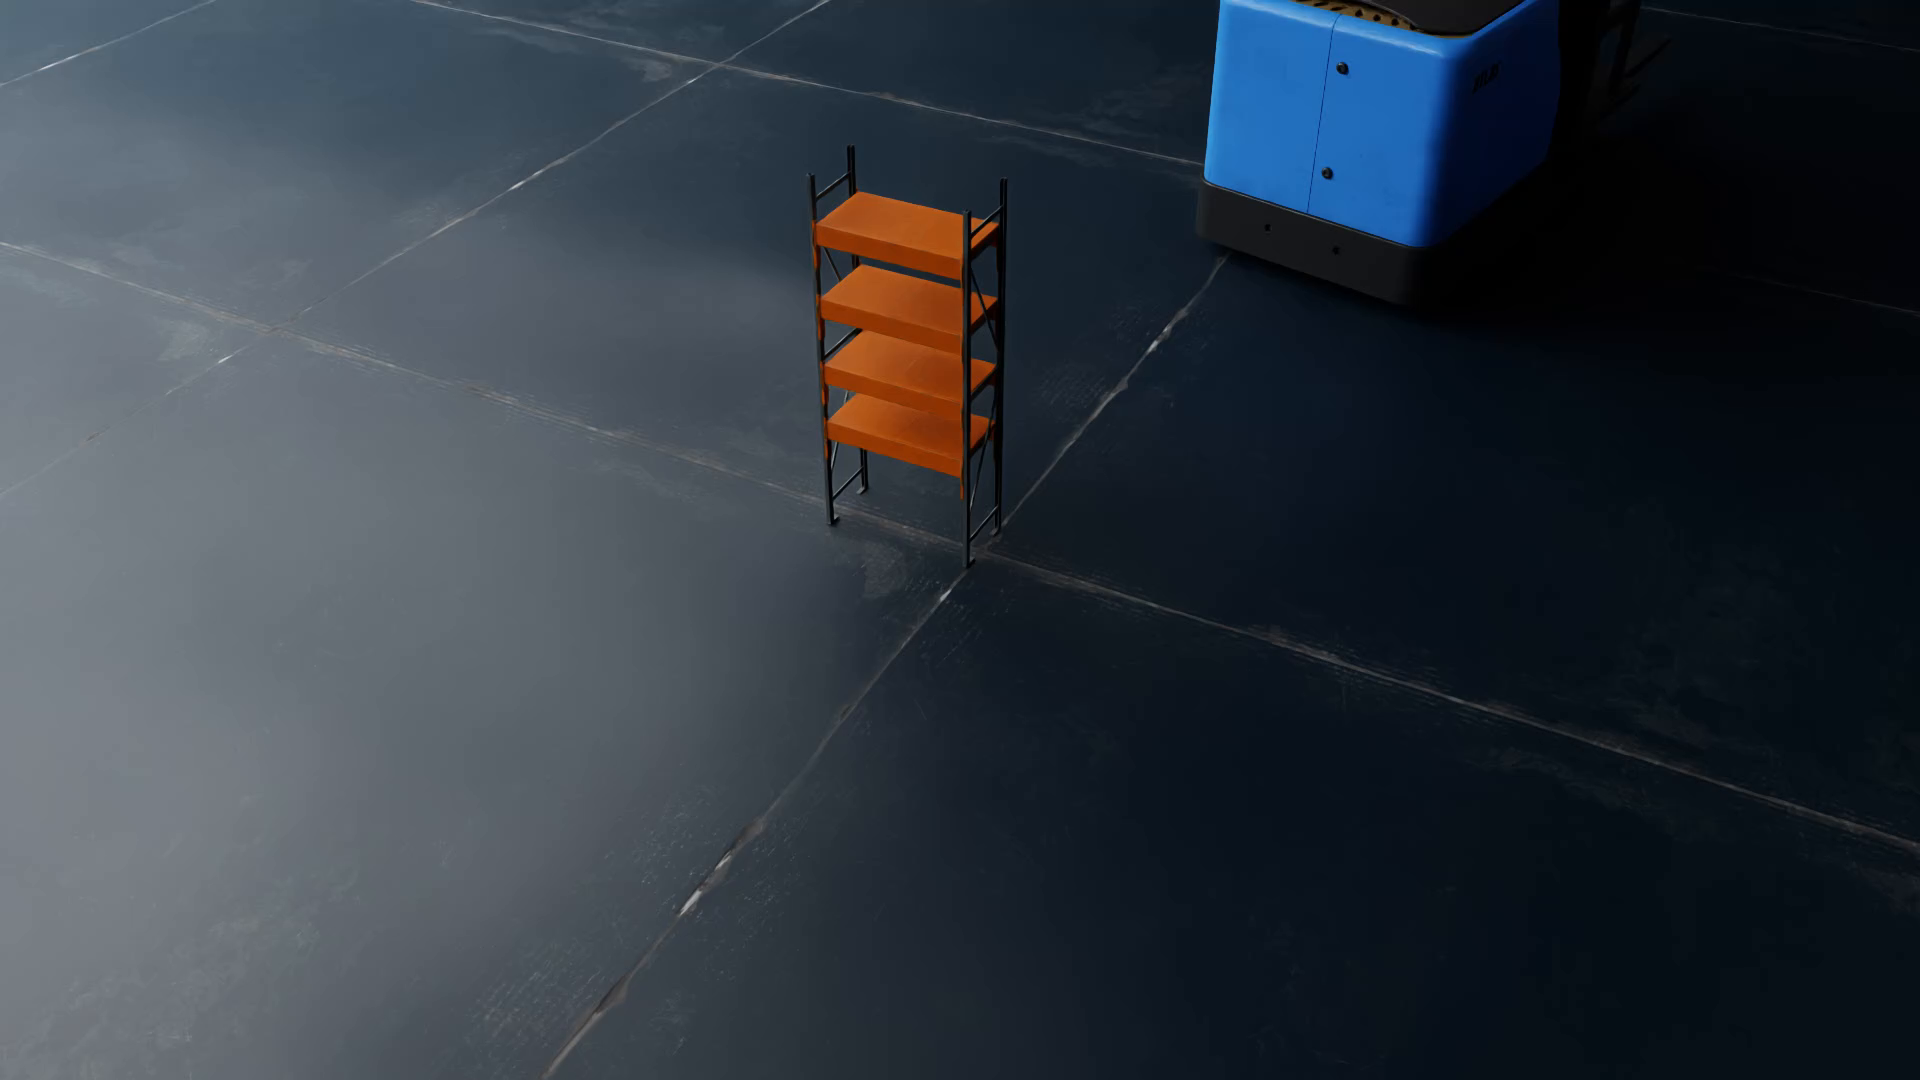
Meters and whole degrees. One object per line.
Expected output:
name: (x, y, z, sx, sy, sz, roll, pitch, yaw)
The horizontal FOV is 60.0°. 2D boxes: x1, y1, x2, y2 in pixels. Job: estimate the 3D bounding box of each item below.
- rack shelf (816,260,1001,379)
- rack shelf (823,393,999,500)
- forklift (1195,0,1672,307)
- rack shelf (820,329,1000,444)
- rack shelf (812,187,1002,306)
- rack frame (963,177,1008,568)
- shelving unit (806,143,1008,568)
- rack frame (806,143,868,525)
rack shelf: (-0.147, -0.649, 4.853, 0.480, 0.148, 0.258, 17, 41, 21)
rack shelf: (-0.147, -0.312, 5.109, 0.480, 0.148, 0.258, 17, 41, 21)
forklift: (2.275, -2.878, 6.617, 1.130, 2.935, 3.031, 26, 44, 30)
rack shelf: (-0.147, -0.470, 4.989, 0.480, 0.148, 0.258, 17, 41, 21)
rack shelf: (-0.147, -0.837, 4.710, 0.480, 0.148, 0.258, 17, 41, 21)
rack frame: (0.070, -0.456, 4.858, 0.015, 1.200, 0.240, 17, 41, 21)
shelving unit: (-0.147, -0.524, 4.948, 0.503, 1.200, 0.258, 17, 41, 21)
rack frame: (-0.364, -0.592, 5.037, 0.015, 1.200, 0.240, 17, 41, 21)
